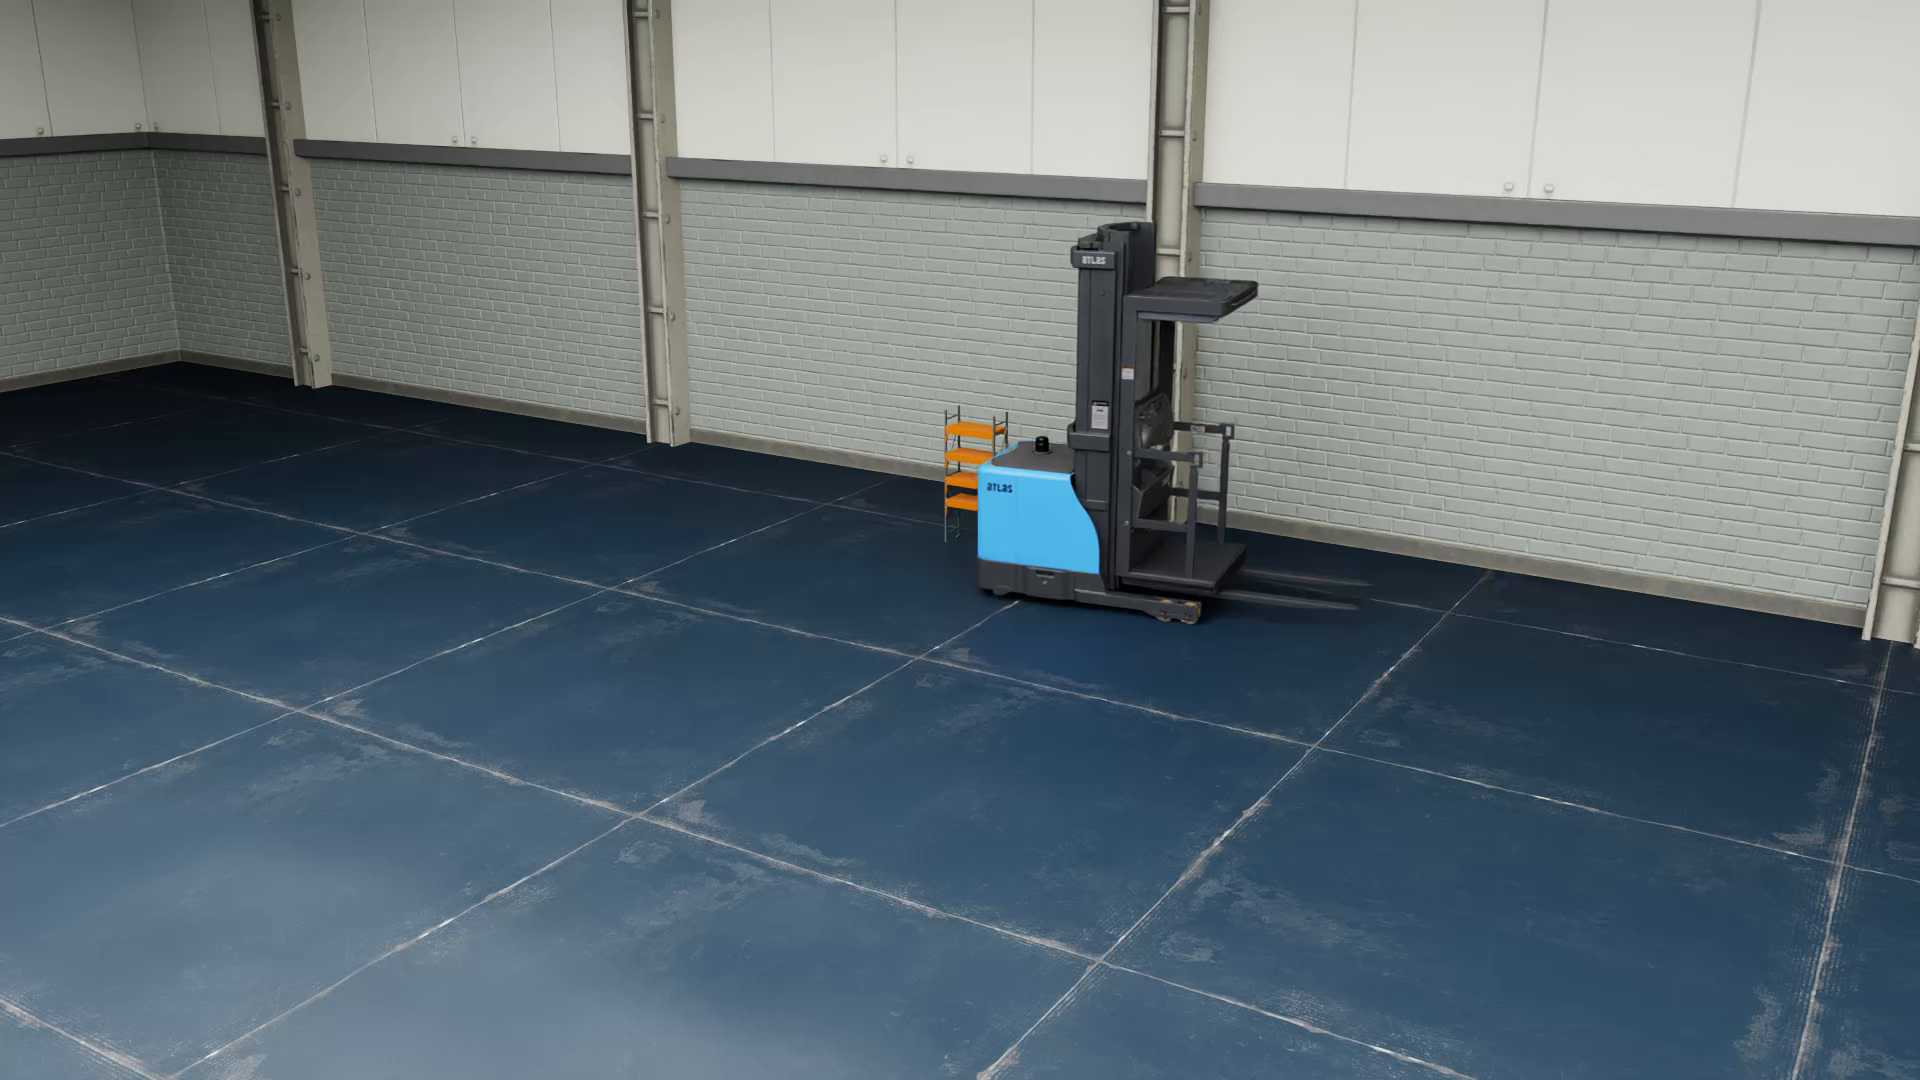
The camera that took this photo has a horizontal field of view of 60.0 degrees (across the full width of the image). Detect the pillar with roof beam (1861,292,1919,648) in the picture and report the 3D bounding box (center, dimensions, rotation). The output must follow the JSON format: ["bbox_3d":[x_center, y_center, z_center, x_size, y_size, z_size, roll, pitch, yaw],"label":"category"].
[{"bbox_3d":[4.744,-2.507,7.652,0.400,9.000,9.100,10,20,30],"label":"pillar with roof beam"}]

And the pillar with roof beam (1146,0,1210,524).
[{"bbox_3d":[-0.369,-3.420,10.657,0.400,9.000,9.100,10,20,30],"label":"pillar with roof beam"}]

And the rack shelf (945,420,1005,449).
[{"bbox_3d":[0.141,-0.925,14.510,0.480,0.148,0.258,10,20,30],"label":"rack shelf"}]

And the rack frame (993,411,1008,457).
[{"bbox_3d":[0.349,-0.512,14.502,0.015,1.200,0.240,10,20,30],"label":"rack frame"}]

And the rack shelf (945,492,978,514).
[{"bbox_3d":[0.141,-0.295,14.701,0.480,0.148,0.258,10,20,30],"label":"rack shelf"}]

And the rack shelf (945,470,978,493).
[{"bbox_3d":[0.141,-0.485,14.643,0.480,0.148,0.258,10,20,30],"label":"rack shelf"}]

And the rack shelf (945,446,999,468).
[{"bbox_3d":[0.141,-0.699,14.578,0.480,0.148,0.258,10,20,30],"label":"rack shelf"}]

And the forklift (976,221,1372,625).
[{"bbox_3d":[1.695,-0.929,12.896,3.031,2.935,1.130,7,18,22],"label":"forklift"}]

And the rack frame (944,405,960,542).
[{"bbox_3d":[-0.067,-0.586,14.746,0.015,1.200,0.240,10,20,30],"label":"rack frame"}]

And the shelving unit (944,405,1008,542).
[{"bbox_3d":[0.141,-0.549,14.624,0.503,1.200,0.258,10,20,30],"label":"shelving unit"}]

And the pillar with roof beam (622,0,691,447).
[{"bbox_3d":[-5.482,-4.332,13.661,0.400,9.000,9.100,10,20,30],"label":"pillar with roof beam"}]

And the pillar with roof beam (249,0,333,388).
[{"bbox_3d":[-10.595,-5.245,16.666,0.400,9.000,9.100,10,20,30],"label":"pillar with roof beam"}]
